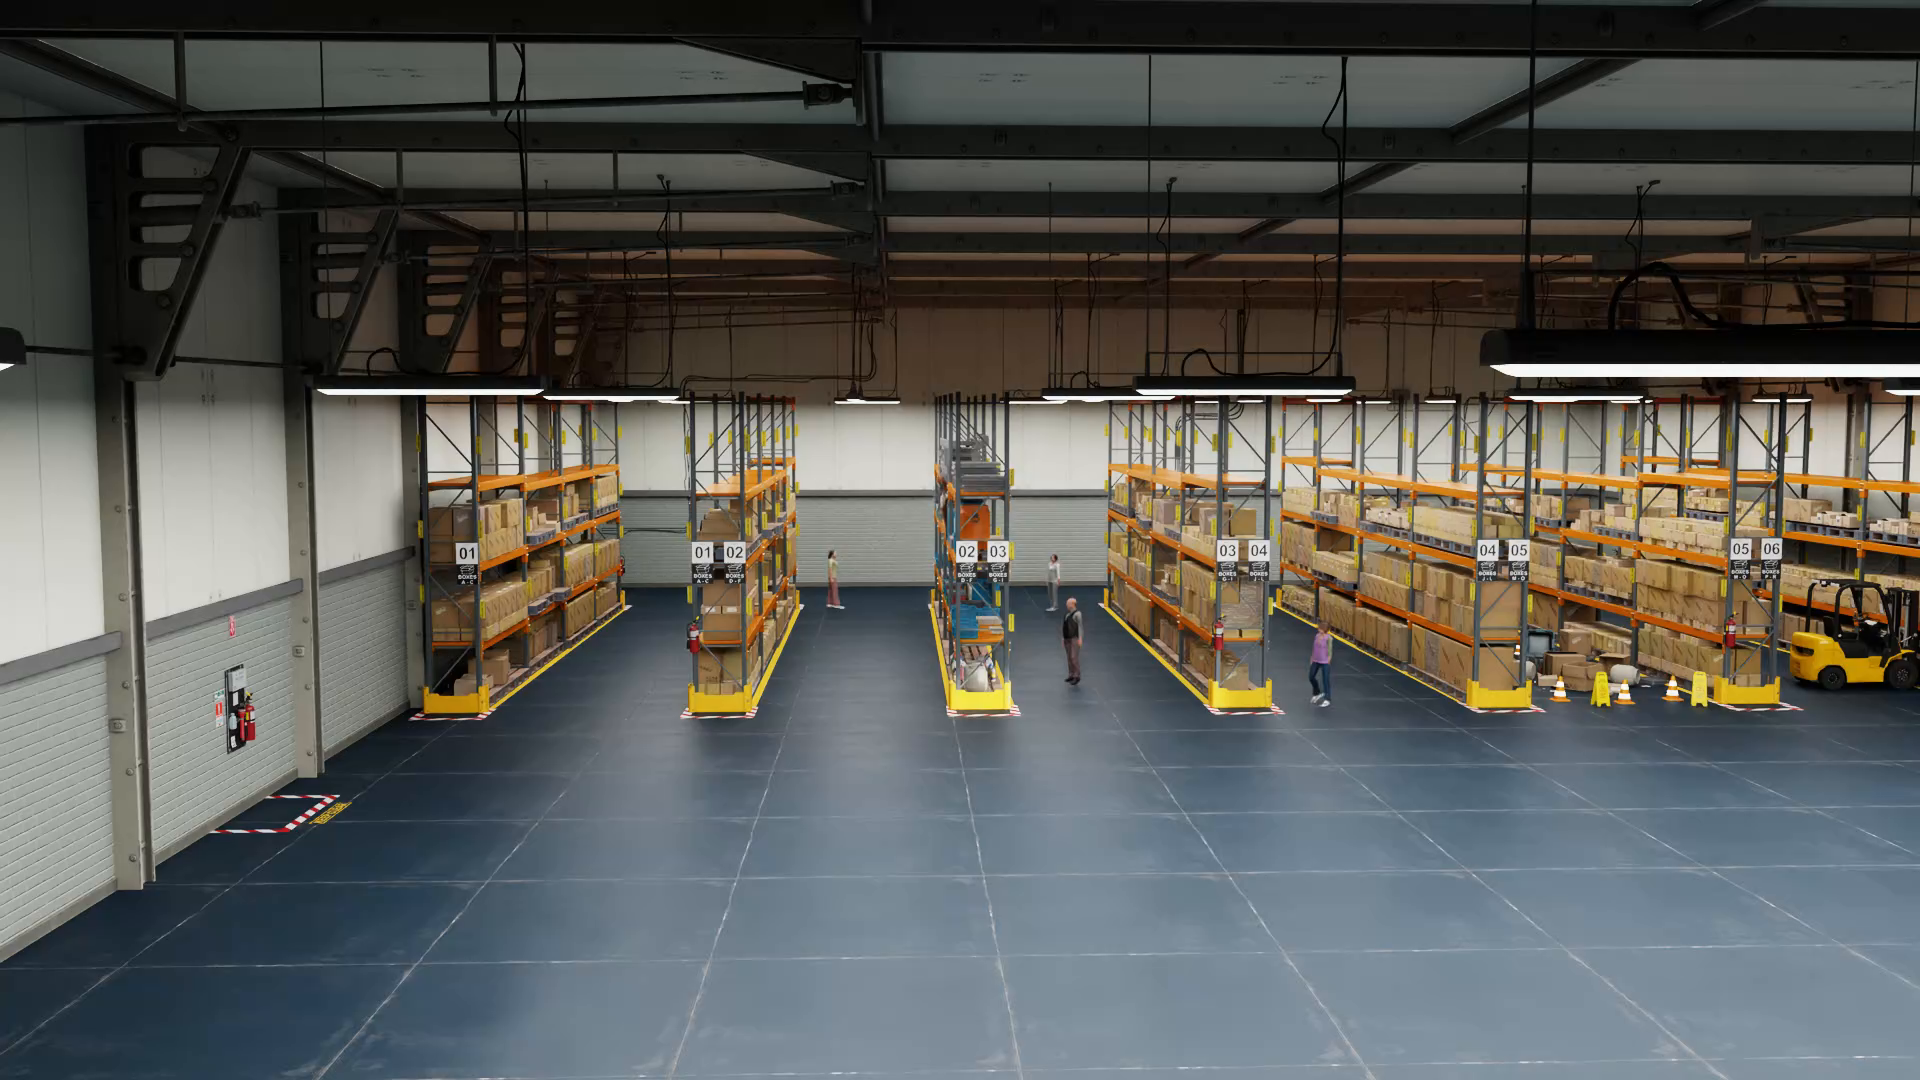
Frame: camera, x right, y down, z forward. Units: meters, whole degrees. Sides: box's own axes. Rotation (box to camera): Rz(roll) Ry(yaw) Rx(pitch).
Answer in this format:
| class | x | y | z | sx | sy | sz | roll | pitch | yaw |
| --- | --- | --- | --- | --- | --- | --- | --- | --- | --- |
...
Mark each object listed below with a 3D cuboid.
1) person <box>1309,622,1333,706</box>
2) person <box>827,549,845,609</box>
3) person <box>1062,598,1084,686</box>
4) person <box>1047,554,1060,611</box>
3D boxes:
| class | x | y | z | sx | sy | sz | roll | pitch | yaw |
| --- | --- | --- | --- | --- | --- | --- | --- | --- | --- |
| person | 6.910 | 2.363 | 31.877 | 0.446 | 1.609 | 0.380 | 4 | 6 | 41 |
| person | -3.525 | 1.104 | 47.309 | 0.528 | 1.685 | 0.475 | 0 | 5 | 5 |
| person | 2.319 | 2.081 | 34.333 | 0.390 | 1.756 | 0.635 | -2 | 5 | -26 |
| person | 2.590 | 1.205 | 46.654 | 0.337 | 1.627 | 0.490 | -3 | 6 | -36 |
